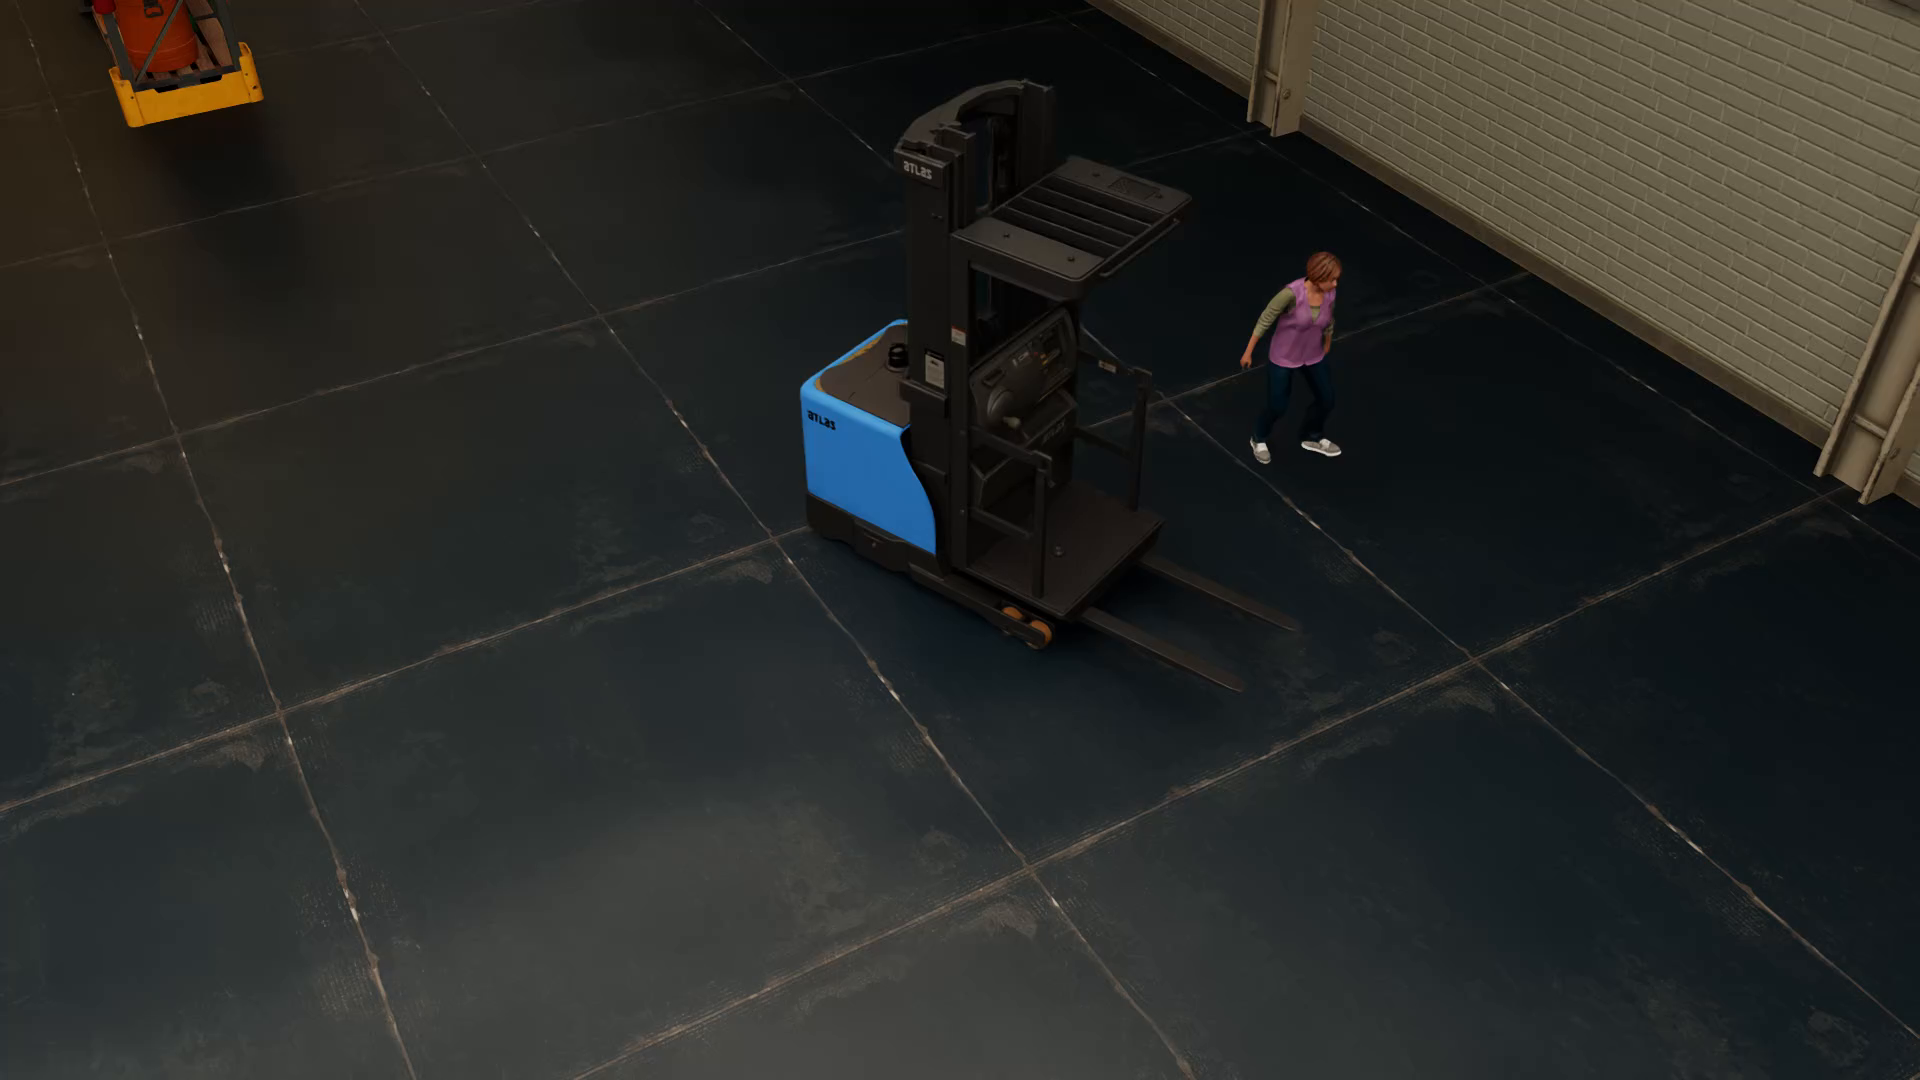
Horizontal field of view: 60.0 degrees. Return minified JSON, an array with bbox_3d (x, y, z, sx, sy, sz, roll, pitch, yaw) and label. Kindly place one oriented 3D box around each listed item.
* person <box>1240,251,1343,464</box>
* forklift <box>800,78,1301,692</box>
[{"bbox_3d":[2.138,-1.163,10.534,0.733,1.568,0.402,-10,41,-12],"label":"person"},{"bbox_3d":[0.523,-0.887,9.105,3.031,2.935,1.130,26,46,28],"label":"forklift"}]
